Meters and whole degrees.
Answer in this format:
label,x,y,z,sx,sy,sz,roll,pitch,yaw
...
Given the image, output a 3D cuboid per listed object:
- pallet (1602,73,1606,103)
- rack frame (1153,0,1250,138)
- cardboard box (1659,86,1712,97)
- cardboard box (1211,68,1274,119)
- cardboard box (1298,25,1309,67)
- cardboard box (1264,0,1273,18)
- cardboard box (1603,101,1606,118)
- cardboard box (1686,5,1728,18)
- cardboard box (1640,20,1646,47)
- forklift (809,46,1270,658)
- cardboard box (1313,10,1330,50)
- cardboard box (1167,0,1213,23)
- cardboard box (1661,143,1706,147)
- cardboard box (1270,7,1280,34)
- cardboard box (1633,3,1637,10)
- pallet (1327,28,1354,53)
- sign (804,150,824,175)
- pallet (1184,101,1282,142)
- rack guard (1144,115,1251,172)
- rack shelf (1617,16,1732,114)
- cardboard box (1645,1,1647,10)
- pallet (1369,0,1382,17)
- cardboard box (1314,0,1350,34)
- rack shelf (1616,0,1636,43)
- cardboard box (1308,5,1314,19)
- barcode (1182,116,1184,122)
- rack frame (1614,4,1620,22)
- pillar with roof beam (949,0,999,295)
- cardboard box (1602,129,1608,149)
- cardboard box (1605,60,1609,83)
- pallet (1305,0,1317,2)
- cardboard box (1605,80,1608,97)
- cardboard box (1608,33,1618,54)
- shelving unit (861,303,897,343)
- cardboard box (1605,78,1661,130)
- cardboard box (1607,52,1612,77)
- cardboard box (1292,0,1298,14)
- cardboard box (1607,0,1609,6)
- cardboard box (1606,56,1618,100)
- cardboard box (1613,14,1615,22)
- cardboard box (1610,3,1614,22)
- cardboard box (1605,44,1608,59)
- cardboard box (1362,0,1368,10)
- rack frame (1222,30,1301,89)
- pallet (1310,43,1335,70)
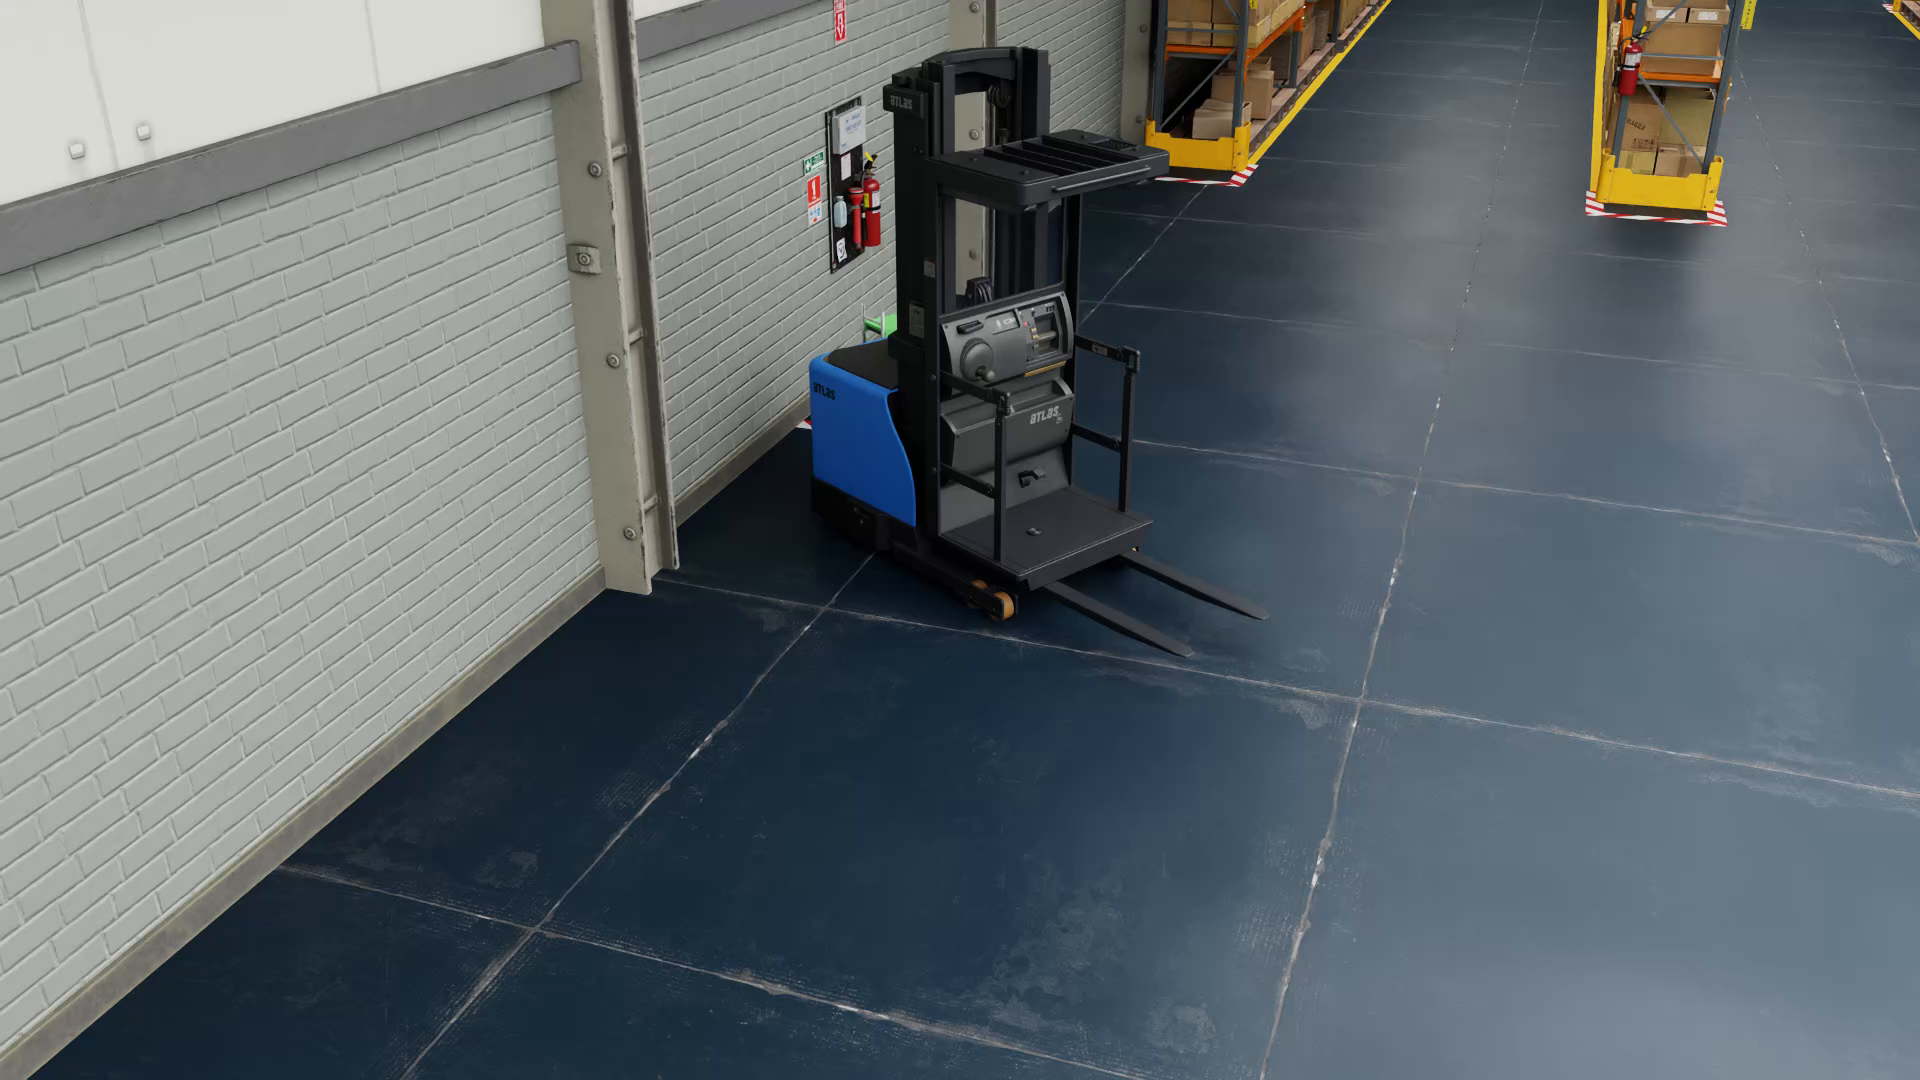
label,x,y,z,sx,sy,sz,roll,pitch,yaw
pallet,9.310,-6.138,22.685,1.003,0.211,1.213,9,27,17
rack frame,2.694,-5.654,18.487,1.000,3.000,0.127,9,27,17
cardboard box,8.073,-4.828,18.592,0.500,0.500,0.500,9,27,17
cardboard box,3.490,-5.527,20.587,0.700,0.500,0.500,7,27,14
cardboard box,4.586,-7.100,23.835,0.700,0.500,0.500,9,27,18
cardboard box,3.310,-6.288,19.083,0.500,0.500,0.500,9,27,18
cardboard box,8.086,-5.182,20.183,0.500,0.250,0.500,9,27,17
cardboard box,7.785,-5.514,17.336,0.380,0.149,0.250,8,27,16
cardboard box,7.875,-5.592,18.243,0.700,0.500,0.500,9,27,18
forklift,0.415,-1.112,9.184,1.130,2.935,3.031,-21,33,-36
cardboard box,5.165,-7.712,25.099,0.700,0.500,0.500,9,27,18
cardboard box,2.650,-6.158,18.815,0.500,0.500,0.500,8,27,17
cardboard box,7.917,-4.283,18.328,0.500,0.250,0.500,9,27,17
cardboard box,3.490,-6.174,19.710,0.500,0.250,0.500,8,27,17
cardboard box,8.817,-6.909,21.232,0.396,0.266,0.258,8,27,16
pallet,5.689,-8.000,26.531,1.003,0.211,1.213,9,27,17
sign,-1.015,-2.635,11.601,0.001,0.109,0.331,9,27,17
pallet,3.430,-5.259,20.870,1.003,0.211,1.213,9,27,17
rack guard,2.719,-4.561,19.096,1.175,0.500,0.348,9,27,17
rack shelf,8.032,-5.436,18.860,1.077,0.370,4.000,9,27,17
cardboard box,7.484,-5.672,17.664,0.380,0.149,0.250,8,27,17
pallet,7.014,-9.632,29.901,1.003,0.211,1.213,9,27,17
cardboard box,5.724,-8.447,26.238,0.750,0.750,0.750,8,27,17
rack shelf,9.363,-7.080,22.255,1.077,0.370,4.000,9,27,17
cardboard box,4.917,-7.824,24.470,0.500,0.250,0.500,9,27,18
barcode,2.638,-4.983,19.670,0.001,0.075,0.075,9,27,17
rack frame,10.028,-8.225,23.796,1.000,3.000,0.127,9,27,17
pillar with roof beam,4.174,-5.678,11.650,9.100,9.000,0.400,9,27,17
cardboard box,7.586,-4.565,18.910,0.500,0.250,0.500,9,27,17
cardboard box,9.072,-6.372,22.642,0.500,0.250,0.500,9,27,18
pallet,4.416,-7.505,22.528,1.003,0.211,1.213,9,27,17
cardboard box,8.562,-5.745,21.347,0.500,0.250,0.500,8,27,17
cardboard box,9.238,-6.830,22.944,0.500,0.311,0.500,8,27,16
shelving unit,-0.362,-0.993,10.925,0.503,1.200,0.258,-19,32,-34
cardboard box,7.583,-4.903,18.748,0.500,0.500,0.500,9,27,17
cardboard box,8.729,-6.208,21.660,0.500,0.311,0.500,10,27,19
cardboard box,3.979,-6.798,20.997,0.500,0.250,0.500,9,27,18
cardboard box,11.350,-9.222,28.621,0.380,0.149,0.250,9,27,17
cardboard box,8.089,-5.519,20.019,0.500,0.500,0.500,9,27,17
cardboard box,10.118,-7.717,25.109,0.500,0.500,0.500,10,28,19
cardboard box,10.802,-8.558,26.846,0.500,0.500,0.500,9,27,18
cardboard box,9.577,-7.004,23.947,0.500,0.250,0.500,9,27,17
cardboard box,6.593,-9.521,28.458,0.750,0.750,0.750,9,27,18
rack frame,4.025,-7.298,21.882,1.000,3.000,0.127,9,27,17
pallet,5.094,-7.366,25.221,1.003,0.211,1.213,9,27,17
